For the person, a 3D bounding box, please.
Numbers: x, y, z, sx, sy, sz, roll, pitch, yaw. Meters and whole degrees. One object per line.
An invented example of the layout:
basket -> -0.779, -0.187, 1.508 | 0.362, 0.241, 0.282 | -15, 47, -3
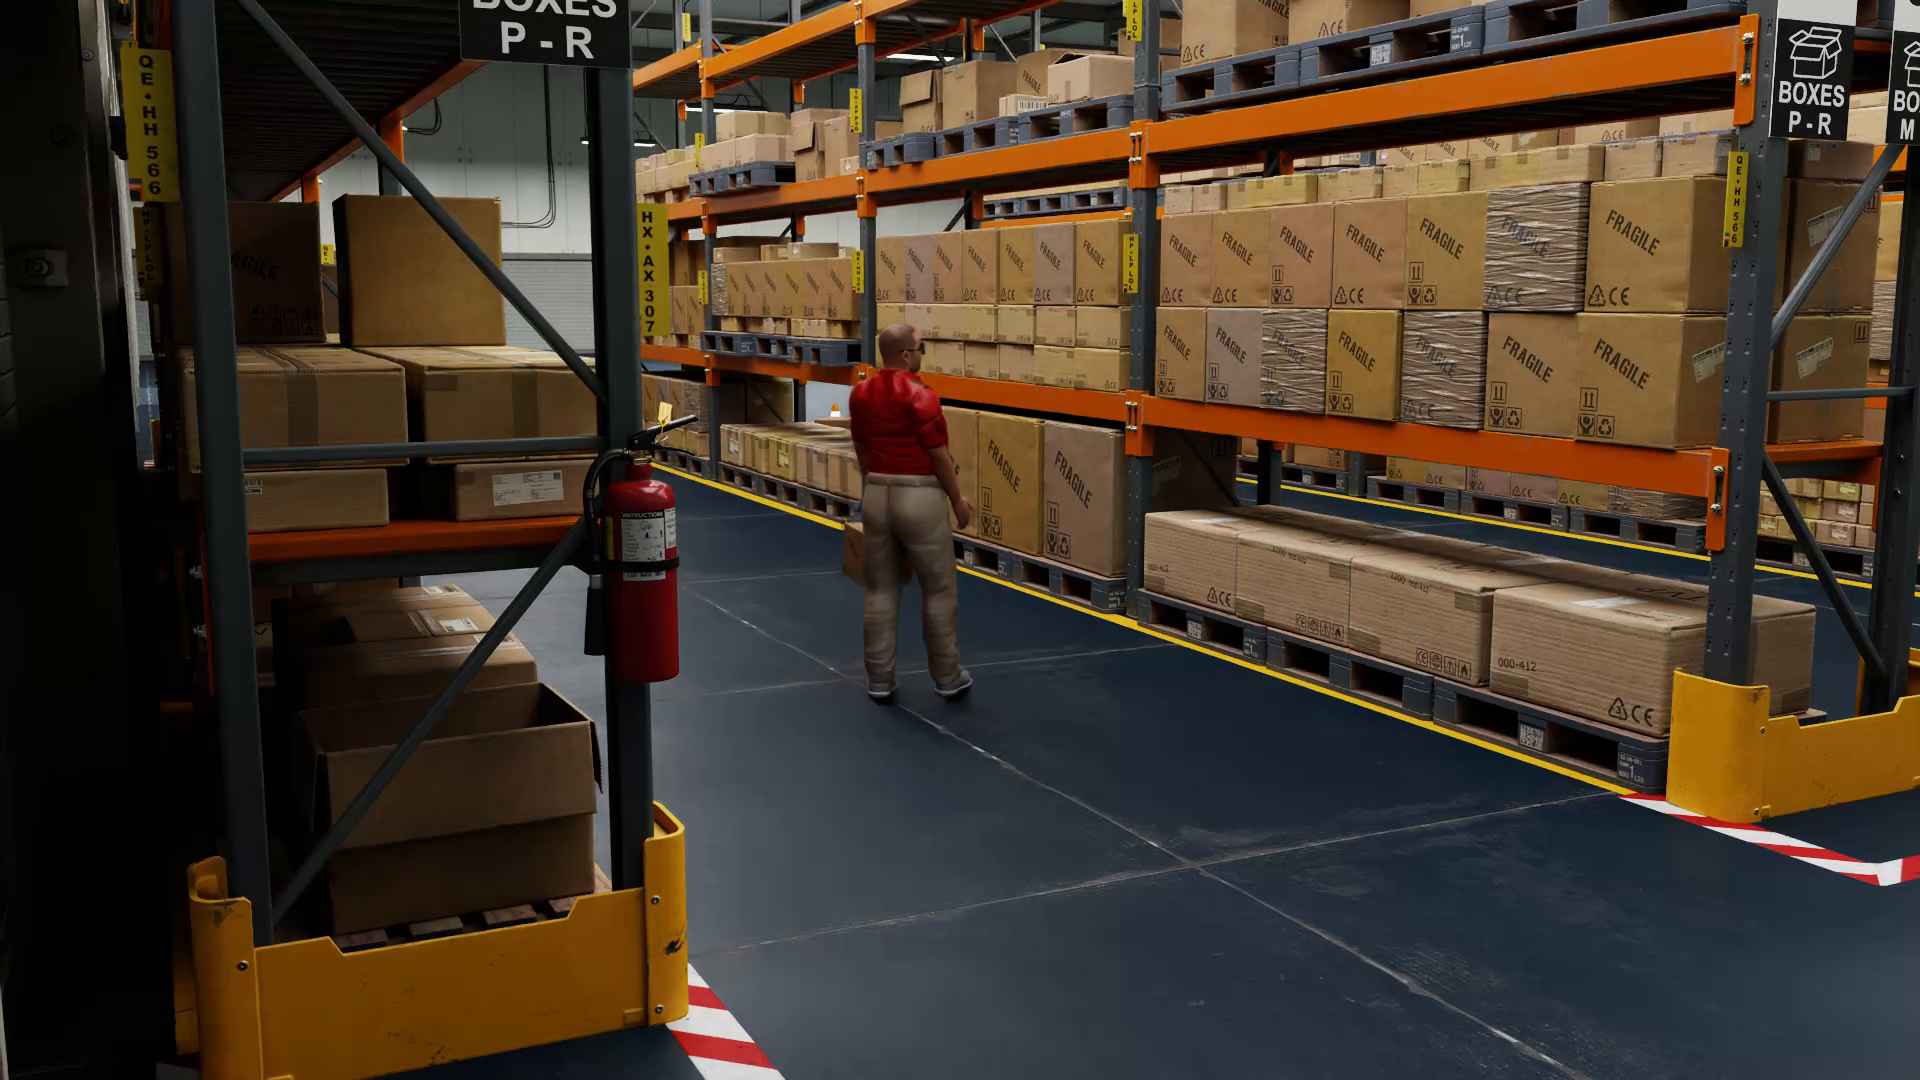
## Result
person -> -0.245, -0.491, 7.600 | 0.532, 0.997, 0.428 | 5, 10, 32
